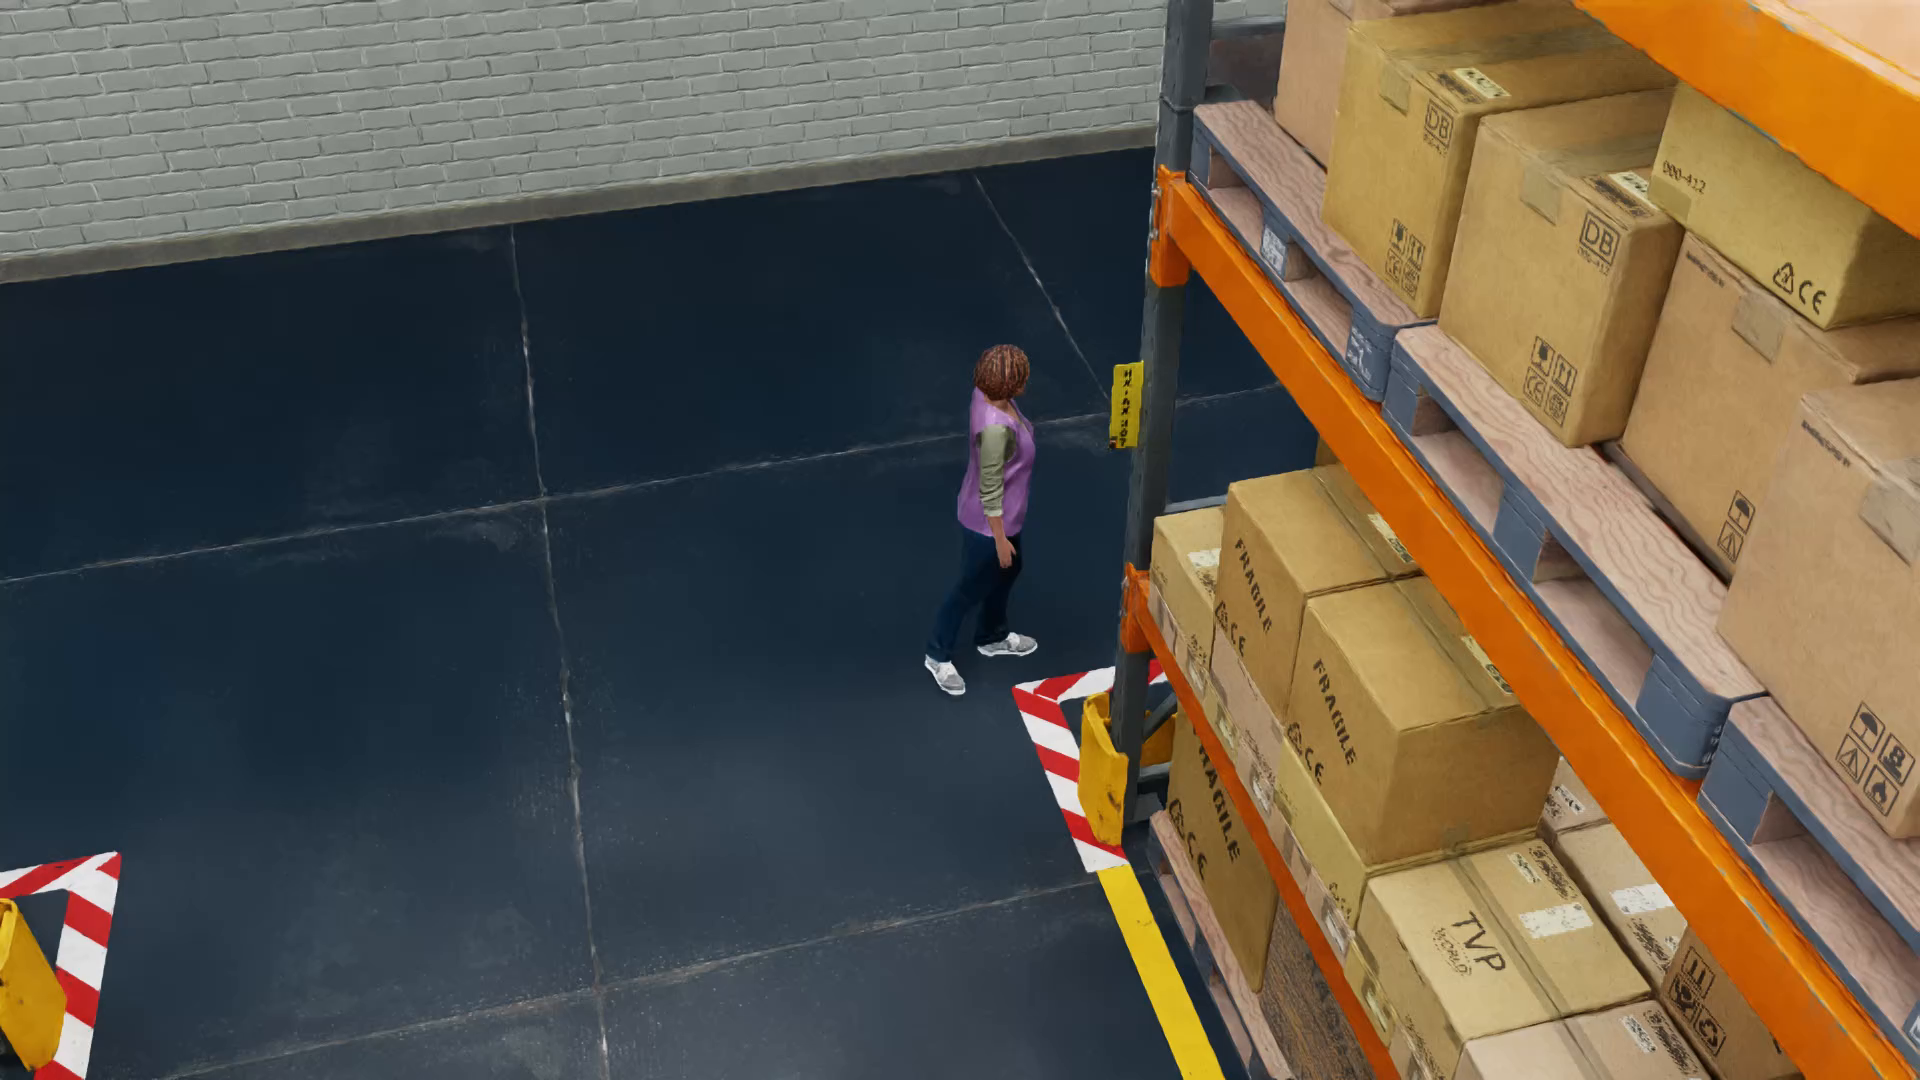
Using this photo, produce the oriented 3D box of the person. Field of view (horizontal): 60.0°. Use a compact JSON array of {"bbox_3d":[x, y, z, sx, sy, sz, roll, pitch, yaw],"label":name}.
[{"bbox_3d":[0.096,-0.092,6.843,0.490,1.597,0.523,2,39,2],"label":"person"}]
